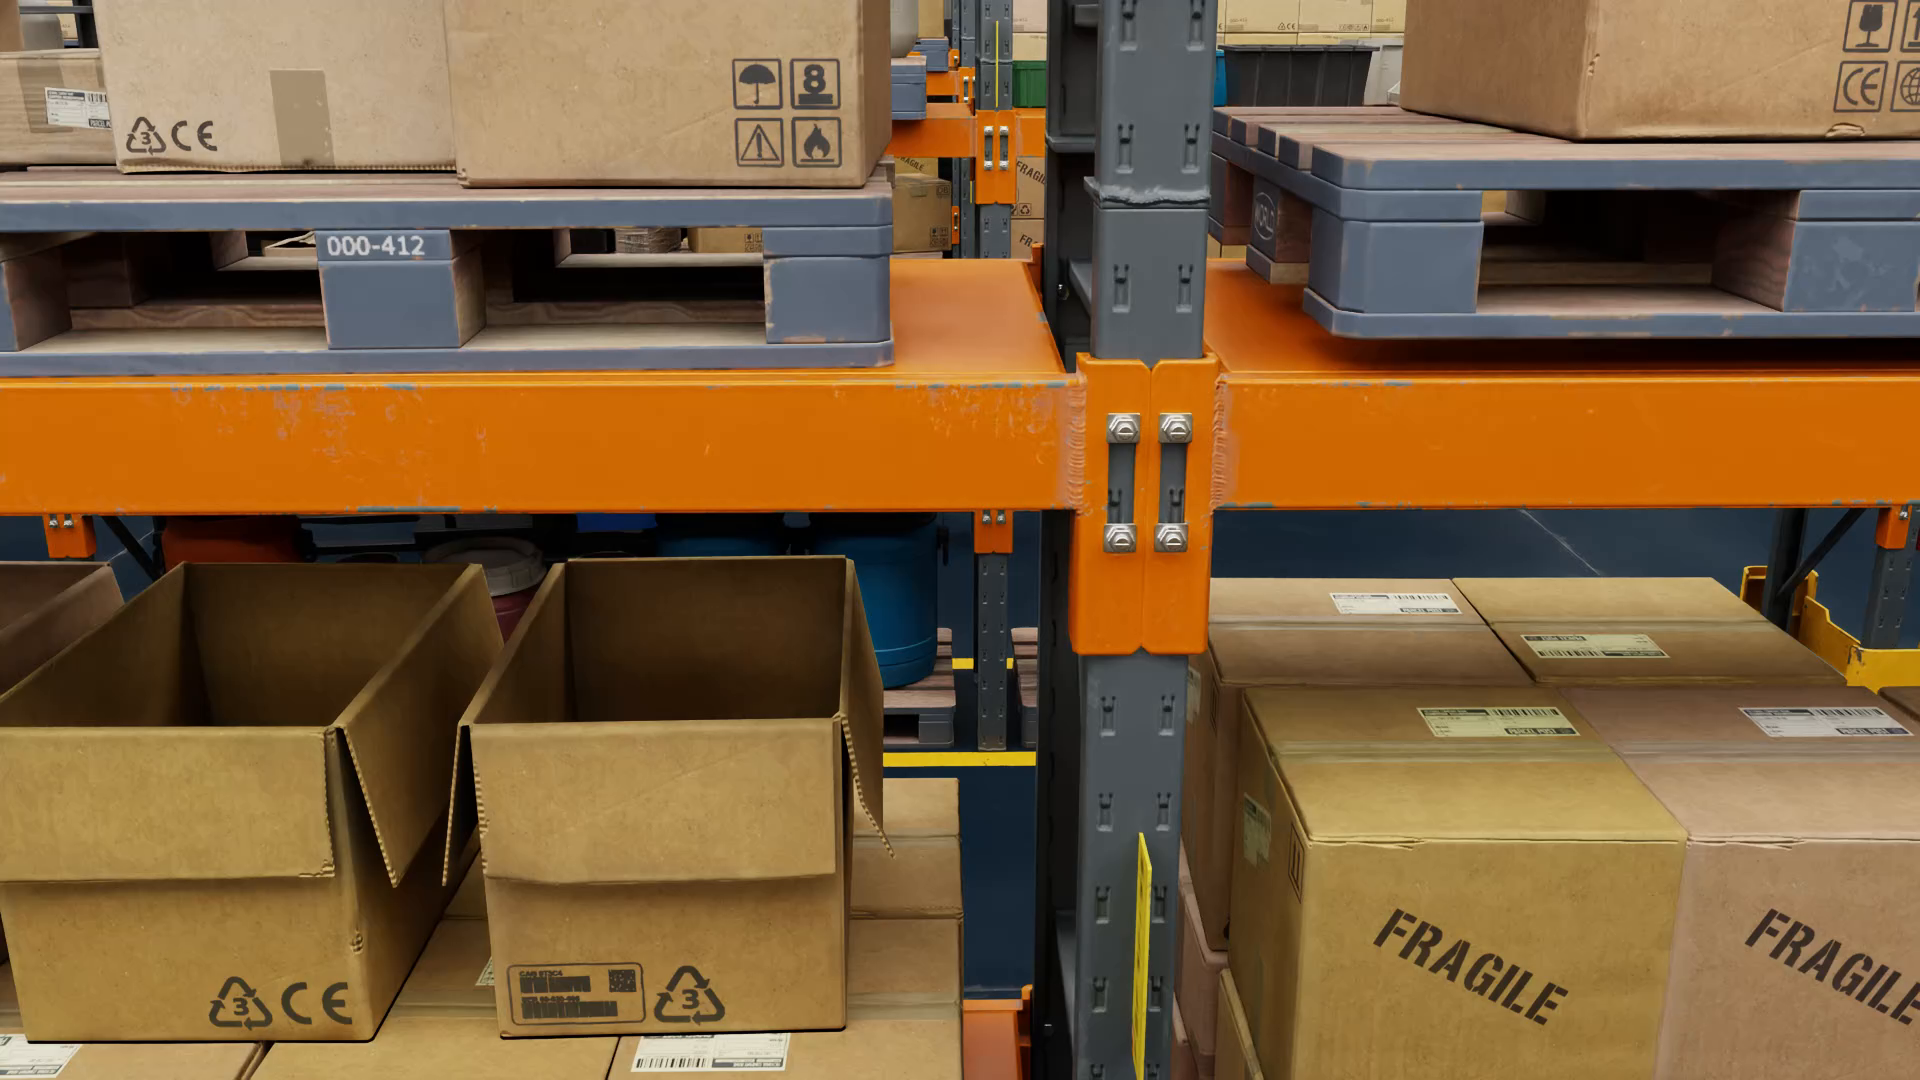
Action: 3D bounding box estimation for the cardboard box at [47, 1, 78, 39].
[{"bbox_3d":[-6.022,-3.639,11.627,0.500,0.250,0.500,-2,18,-6],"label":"cardboard box"}]

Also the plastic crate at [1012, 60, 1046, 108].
[{"bbox_3d":[0.558,-2.039,7.429,0.662,0.188,0.450,0,18,-1],"label":"plastic crate"}]

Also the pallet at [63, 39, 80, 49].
[{"bbox_3d":[-5.731,-3.412,11.672,1.213,0.211,1.003,1,18,2],"label":"pallet"}]

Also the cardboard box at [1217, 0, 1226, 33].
[{"bbox_3d":[1.554,-3.653,11.541,0.500,0.250,0.500,0,18,-1],"label":"cardboard box"}]

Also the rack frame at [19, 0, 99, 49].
[{"bbox_3d":[-3.861,-3.454,6.584,0.127,3.000,1.000,0,18,-1],"label":"rack frame"}]

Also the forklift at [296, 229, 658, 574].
[{"bbox_3d":[-2.739,-1.285,9.755,3.031,2.935,1.130,-2,18,-7],"label":"forklift"}]

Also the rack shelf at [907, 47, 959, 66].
[{"bbox_3d":[-2.017,-4.719,16.615,4.000,0.370,1.077,0,18,-1],"label":"rack shelf"}]

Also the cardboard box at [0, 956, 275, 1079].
[{"bbox_3d":[-1.264,0.939,2.547,0.500,0.500,0.500,0,18,-2],"label":"cardboard box"}]

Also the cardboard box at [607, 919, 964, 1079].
[{"bbox_3d":[-0.246,0.934,2.563,0.500,0.500,0.500,0,18,-1],"label":"cardboard box"}]

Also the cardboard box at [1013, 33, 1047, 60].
[{"bbox_3d":[0.554,-3.414,11.613,0.500,0.250,0.500,0,18,-1],"label":"cardboard box"}]

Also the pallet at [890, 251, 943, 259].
[{"bbox_3d":[-0.737,-2.068,12.398,1.213,0.211,1.003,0,18,-1],"label":"pallet"}]

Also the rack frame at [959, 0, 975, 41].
[{"bbox_3d":[0.064,-4.987,11.360,0.127,3.000,1.000,0,18,-1],"label":"rack frame"}]

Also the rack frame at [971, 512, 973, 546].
[{"bbox_3d":[0.077,-0.572,10.365,0.006,1.200,0.240,0,18,-1],"label":"rack frame"}]

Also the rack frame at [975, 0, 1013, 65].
[{"bbox_3d":[0.139,-3.474,6.644,0.127,3.000,1.000,0,18,-1],"label":"rack frame"}]

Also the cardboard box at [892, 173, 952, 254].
[{"bbox_3d":[-0.413,-2.444,12.403,0.500,0.500,0.700,-6,19,-19],"label":"cardboard box"}]

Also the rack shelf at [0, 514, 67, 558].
[{"bbox_3d":[-5.861,-0.246,7.580,4.000,0.370,1.077,0,18,-1],"label":"rack shelf"}]

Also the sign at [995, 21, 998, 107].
[{"bbox_3d":[0.145,-1.882,6.577,0.005,0.325,0.100,0,18,-1],"label":"sign"}]

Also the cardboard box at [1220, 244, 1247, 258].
[{"bbox_3d":[2.099,-2.105,12.035,0.500,0.500,0.500,-1,18,-2],"label":"cardboard box"}]

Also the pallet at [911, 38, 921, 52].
[{"bbox_3d":[-0.934,-4.961,16.503,1.217,0.209,0.805,-1,18,-3],"label":"pallet"}]

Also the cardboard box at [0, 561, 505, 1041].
[{"bbox_3d":[-1.108,0.376,2.660,0.637,0.503,0.797,0,18,0],"label":"cardboard box"}]

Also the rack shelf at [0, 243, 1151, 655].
[{"bbox_3d":[-1.783,-0.180,2.467,4.000,0.370,1.077,0,18,-1],"label":"rack shelf"}]

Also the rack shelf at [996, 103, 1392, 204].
[{"bbox_3d":[2.138,-1.712,7.242,4.000,0.370,1.077,0,18,-1],"label":"rack shelf"}]

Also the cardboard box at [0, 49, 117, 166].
[{"bbox_3d":[-1.274,-0.652,2.481,0.250,0.149,0.380,-1,18,-3],"label":"cardboard box"}]

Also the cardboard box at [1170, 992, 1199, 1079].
[{"bbox_3d":[0.517,0.914,3.200,0.250,0.149,0.380,0,18,-1],"label":"cardboard box"}]

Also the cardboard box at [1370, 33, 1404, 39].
[{"bbox_3d":[3.054,-3.424,11.646,0.500,0.250,0.500,0,18,-1],"label":"cardboard box"}]

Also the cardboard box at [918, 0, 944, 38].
[{"bbox_3d":[-0.441,-3.874,11.786,0.600,0.600,0.600,-2,18,-6],"label":"cardboard box"}]

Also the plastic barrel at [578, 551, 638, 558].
[{"bbox_3d":[-1.680,0.344,7.950,0.421,0.512,0.421,0,18,0],"label":"plastic barrel"}]

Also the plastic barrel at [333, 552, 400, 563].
[{"bbox_3d":[-2.809,0.349,7.933,0.421,0.512,0.421,0,18,0],"label":"plastic barrel"}]

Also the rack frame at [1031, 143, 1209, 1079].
[{"bbox_3d":[0.217,0.896,2.845,0.127,3.000,1.000,0,18,-1],"label":"rack frame"}]

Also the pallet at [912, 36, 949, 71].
[{"bbox_3d":[-0.589,-3.487,11.904,1.003,0.211,1.213,0,18,-1],"label":"pallet"}]

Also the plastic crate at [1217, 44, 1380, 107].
[{"bbox_3d":[1.385,-1.905,6.880,0.590,0.269,0.497,0,18,-1],"label":"plastic crate"}]

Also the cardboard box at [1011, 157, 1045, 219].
[{"bbox_3d":[0.540,-2.570,11.848,0.500,0.500,0.500,0,18,1],"label":"cardboard box"}]

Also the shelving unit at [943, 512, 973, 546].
[{"bbox_3d":[-0.014,-0.571,10.364,0.189,1.200,0.258,0,18,-1],"label":"shelving unit"}]

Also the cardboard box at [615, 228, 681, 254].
[{"bbox_3d":[-2.390,-2.342,12.086,0.500,0.500,0.700,3,18,10],"label":"cardboard box"}]

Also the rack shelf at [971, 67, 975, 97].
[{"bbox_3d":[2.064,-3.225,11.958,4.000,0.370,1.077,0,18,-1],"label":"rack shelf"}]

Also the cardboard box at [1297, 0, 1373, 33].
[{"bbox_3d":[2.554,-3.660,11.563,0.500,0.250,0.500,0,18,-1],"label":"cardboard box"}]

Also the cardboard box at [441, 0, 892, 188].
[{"bbox_3d":[-0.363,-0.774,2.289,0.500,0.500,0.700,0,18,0],"label":"cardboard box"}]

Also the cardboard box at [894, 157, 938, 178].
[{"bbox_3d":[-0.475,-3.762,16.682,0.500,0.500,0.500,-1,18,-2],"label":"cardboard box"}]

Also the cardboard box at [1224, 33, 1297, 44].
[{"bbox_3d":[2.054,-3.420,11.634,0.500,0.250,0.500,0,18,-1],"label":"cardboard box"}]

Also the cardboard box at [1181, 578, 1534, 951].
[{"bbox_3d":[0.672,0.384,2.969,0.500,0.500,0.500,0,18,1],"label":"cardboard box"}]

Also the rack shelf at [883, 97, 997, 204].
[{"bbox_3d":[-1.861,-1.693,7.182,4.000,0.370,1.077,0,18,-1],"label":"rack shelf"}]

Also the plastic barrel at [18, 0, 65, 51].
[{"bbox_3d":[-4.176,-2.171,7.312,0.421,0.512,0.421,0,18,0],"label":"plastic barrel"}]

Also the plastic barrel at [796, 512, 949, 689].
[{"bbox_3d":[-0.406,0.180,7.825,0.708,0.901,0.600,0,18,-1],"label":"plastic barrel"}]

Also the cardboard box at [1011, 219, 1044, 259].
[{"bbox_3d":[0.578,-2.097,12.010,0.500,0.500,0.500,0,18,1],"label":"cardboard box"}]

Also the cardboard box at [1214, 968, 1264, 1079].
[{"bbox_3d":[0.691,0.903,2.580,0.500,0.250,0.500,-1,18,-2],"label":"cardboard box"}]

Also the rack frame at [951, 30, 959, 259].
[{"bbox_3d":[-0.018,-3.643,16.993,0.127,3.000,1.000,0,18,-1],"label":"rack frame"}]

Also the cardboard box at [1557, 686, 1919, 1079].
[{"bbox_3d":[1.192,0.544,2.472,0.500,0.500,0.500,0,18,-1],"label":"cardboard box"}]

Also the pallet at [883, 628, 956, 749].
[{"bbox_3d":[-0.633,0.702,8.015,1.213,0.211,1.003,0,18,-1],"label":"pallet"}]

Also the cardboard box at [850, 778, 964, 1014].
[{"bbox_3d":[-0.247,0.774,3.061,0.500,0.500,0.500,0,18,-1],"label":"cardboard box"}]

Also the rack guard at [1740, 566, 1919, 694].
[{"bbox_3d":[4.162,0.550,8.015,0.348,0.500,1.175,0,18,-1],"label":"rack guard"}]

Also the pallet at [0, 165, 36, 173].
[{"bbox_3d":[-2.022,-0.449,2.435,1.213,0.211,1.003,1,18,2],"label":"pallet"}]
